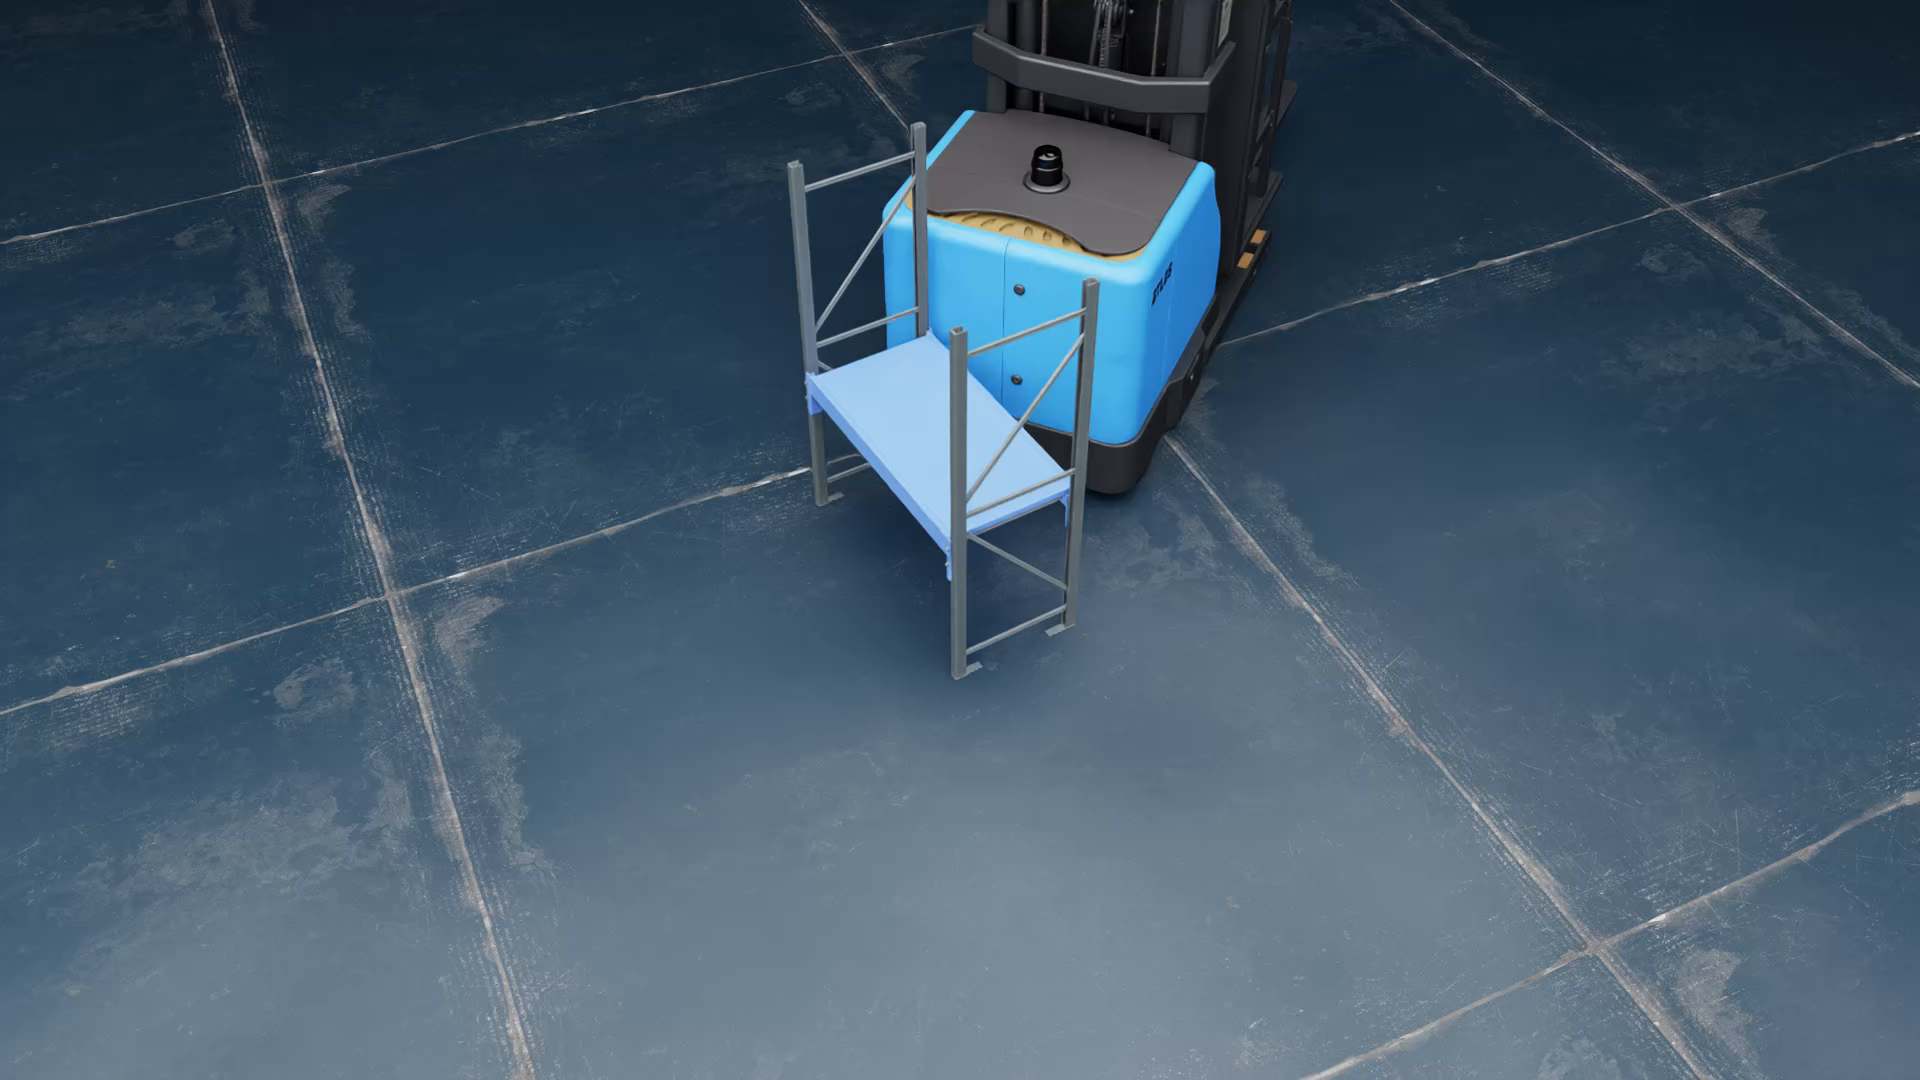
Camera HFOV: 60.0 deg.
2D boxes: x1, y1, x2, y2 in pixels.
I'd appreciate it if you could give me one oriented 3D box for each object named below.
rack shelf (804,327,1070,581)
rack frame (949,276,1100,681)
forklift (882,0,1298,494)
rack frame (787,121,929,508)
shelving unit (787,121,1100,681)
[{"bbox_3d":[-0.072,-0.323,5.766,0.538,0.185,1.000,-23,49,-22],"label":"rack shelf"},{"bbox_3d":[0.191,-0.146,5.330,0.500,1.500,0.032,-23,49,-22],"label":"rack frame"},{"bbox_3d":[0.757,-2.265,6.459,1.130,2.935,3.031,17,47,16],"label":"forklift"},{"bbox_3d":[-0.334,-0.757,5.950,0.500,1.500,0.032,-23,49,-22],"label":"rack frame"},{"bbox_3d":[-0.072,-0.451,5.640,0.538,1.500,1.048,-23,49,-22],"label":"shelving unit"}]
